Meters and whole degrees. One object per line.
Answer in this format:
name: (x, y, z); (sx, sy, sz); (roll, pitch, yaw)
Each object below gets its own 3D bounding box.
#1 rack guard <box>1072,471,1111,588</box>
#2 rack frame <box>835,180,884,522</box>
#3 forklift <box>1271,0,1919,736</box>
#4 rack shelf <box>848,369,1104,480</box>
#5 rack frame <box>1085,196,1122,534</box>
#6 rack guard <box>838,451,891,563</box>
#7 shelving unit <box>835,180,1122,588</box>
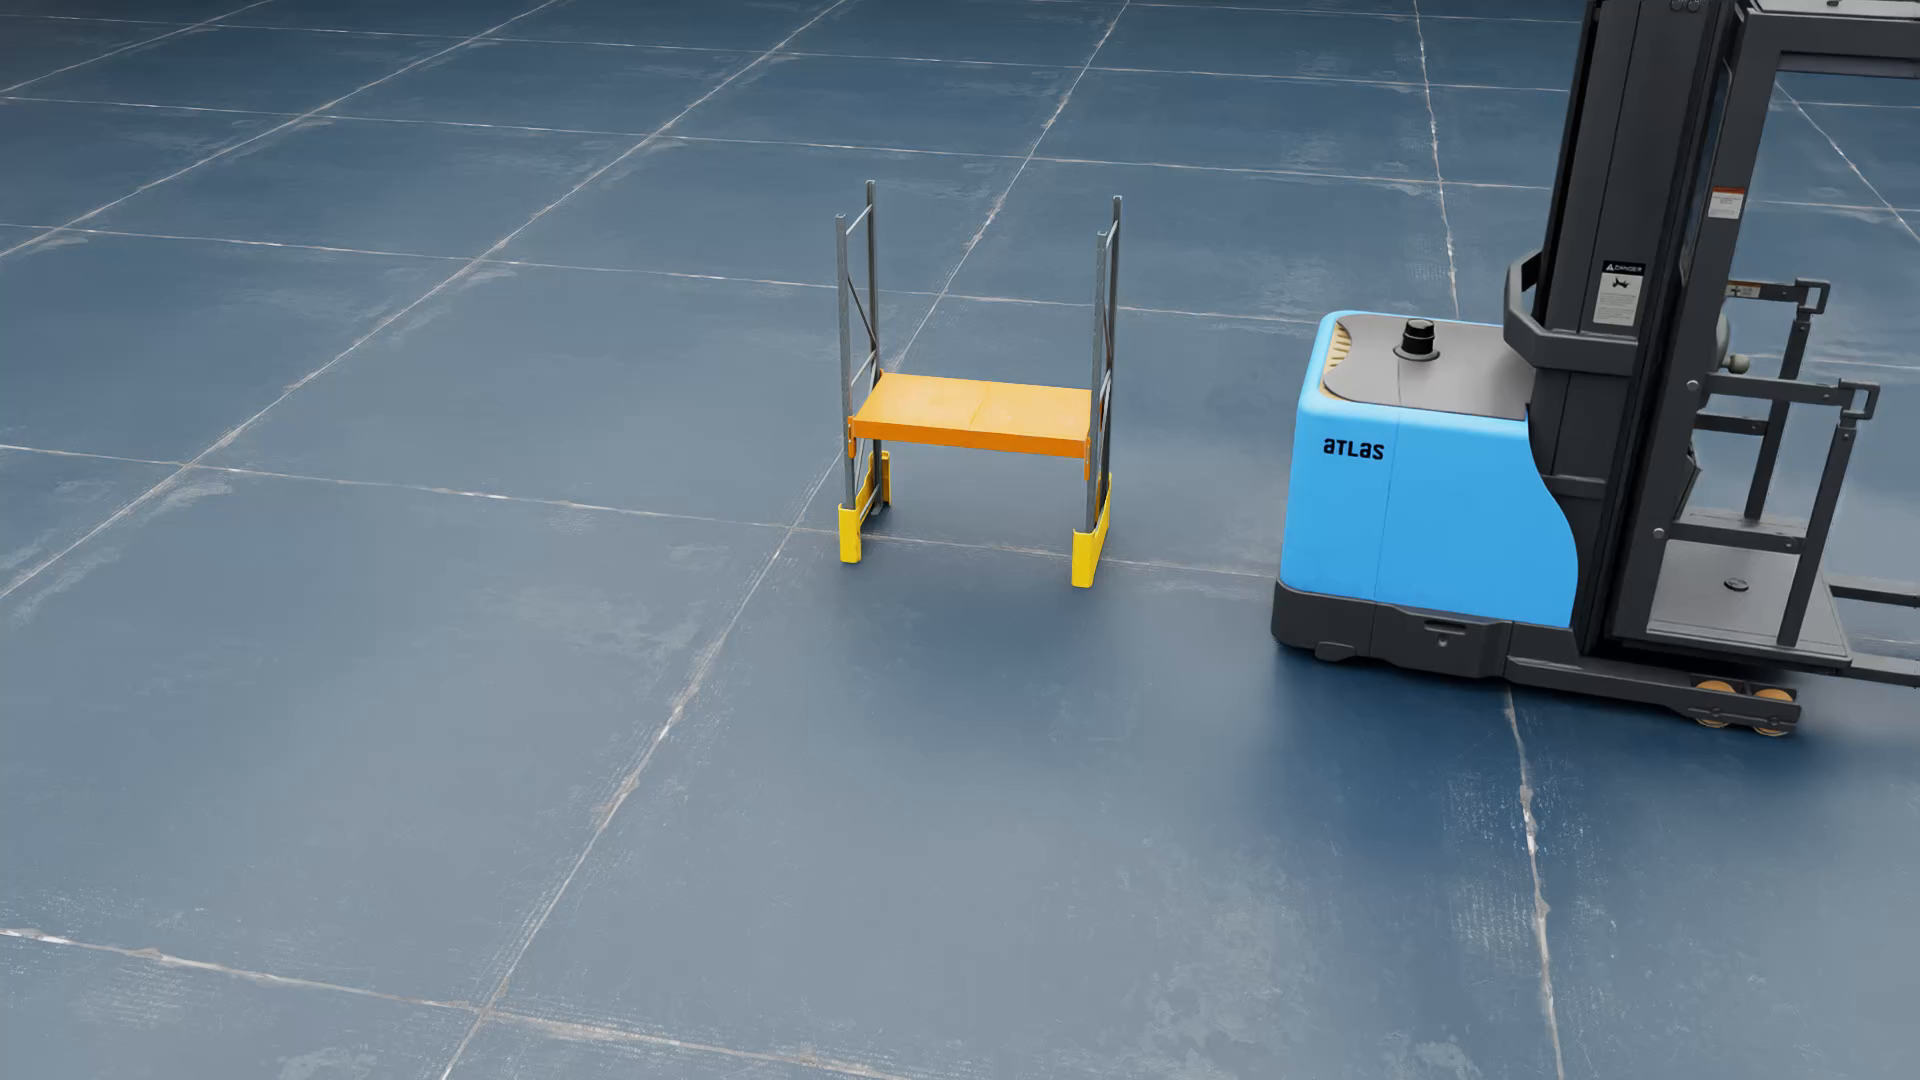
rack guard: (0.562, -0.052, 7.085); (0.087, 0.250, 0.587); (6, 29, 11)
rack frame: (-0.414, -0.700, 6.967); (0.032, 1.500, 0.500); (6, 29, 11)
forklift: (2.781, -0.867, 5.782); (3.031, 2.935, 1.130); (8, 30, 14)
rack shelf: (0.083, -0.492, 6.961); (1.000, 0.185, 0.538); (6, 29, 11)
rack frame: (0.581, -0.598, 6.781); (0.032, 1.500, 0.500); (6, 29, 11)
rack guard: (-0.412, -0.152, 7.267); (0.087, 0.250, 0.587); (6, 29, 11)
shelving unit: (0.075, -0.650, 6.876); (1.083, 1.500, 0.587); (6, 29, 11)
